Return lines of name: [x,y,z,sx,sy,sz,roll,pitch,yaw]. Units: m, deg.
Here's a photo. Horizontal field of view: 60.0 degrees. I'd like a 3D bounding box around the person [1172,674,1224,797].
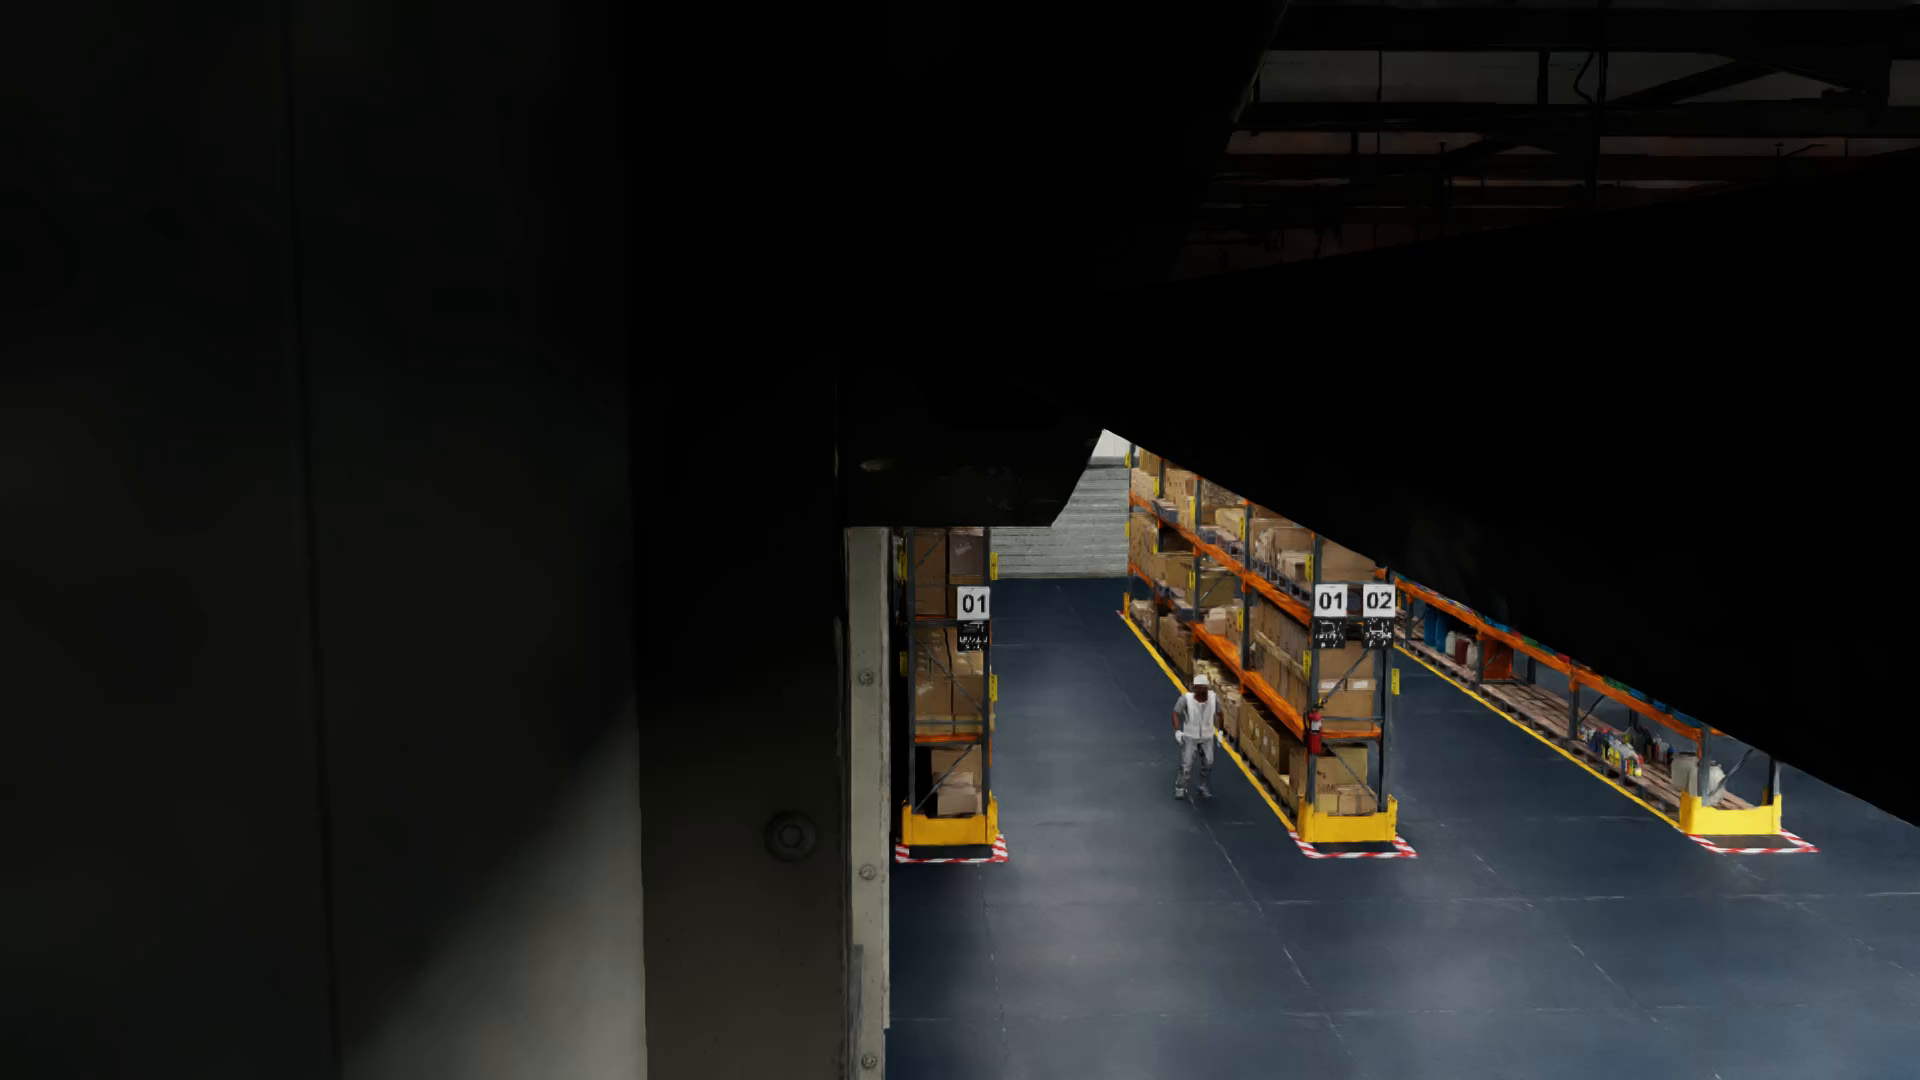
person: [3.192,2.630,22.310,0.702,1.735,0.549,0,7,-4]
